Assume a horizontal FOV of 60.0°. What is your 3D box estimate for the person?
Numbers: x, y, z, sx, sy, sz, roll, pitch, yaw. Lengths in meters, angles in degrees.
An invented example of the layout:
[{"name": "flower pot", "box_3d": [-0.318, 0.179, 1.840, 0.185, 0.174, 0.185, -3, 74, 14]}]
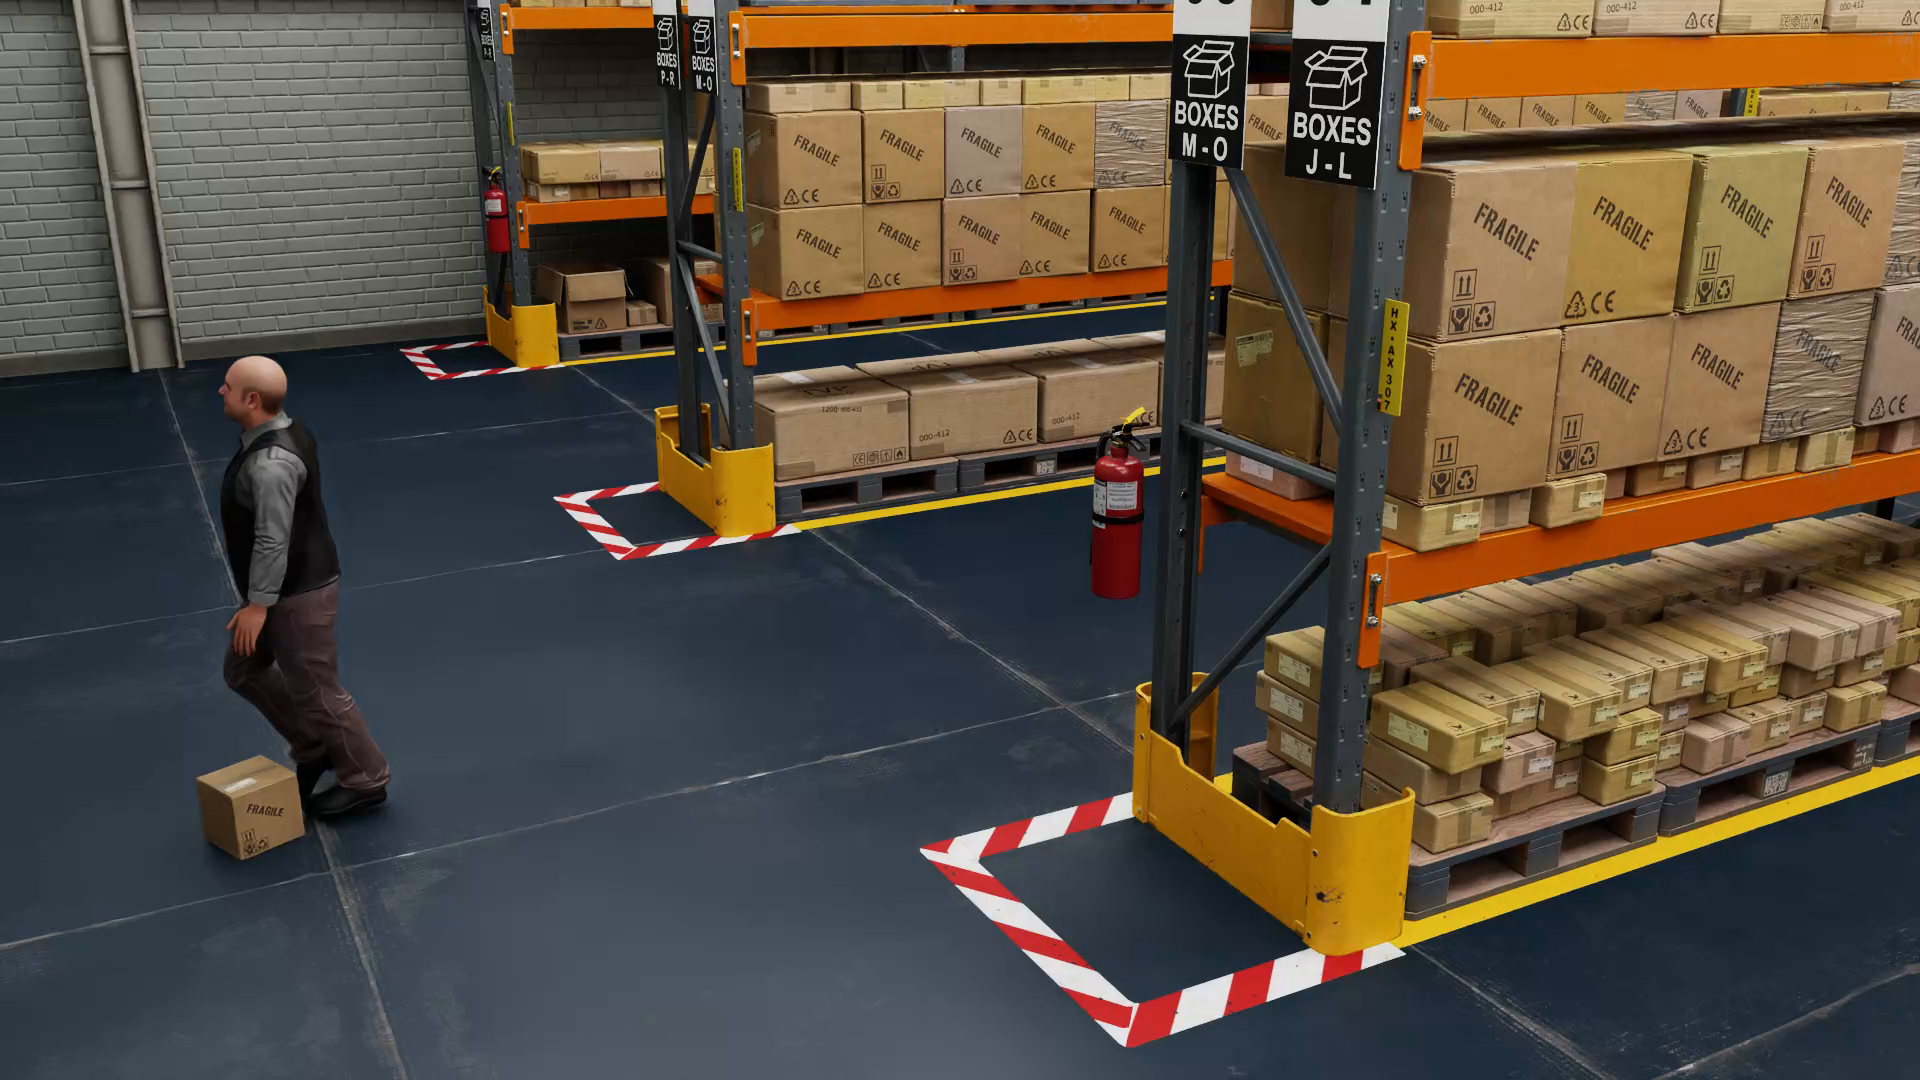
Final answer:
[{"name": "person", "box_3d": [-2.411, 0.202, 5.983, 0.541, 1.760, 0.567, -6, 19, -19]}]
